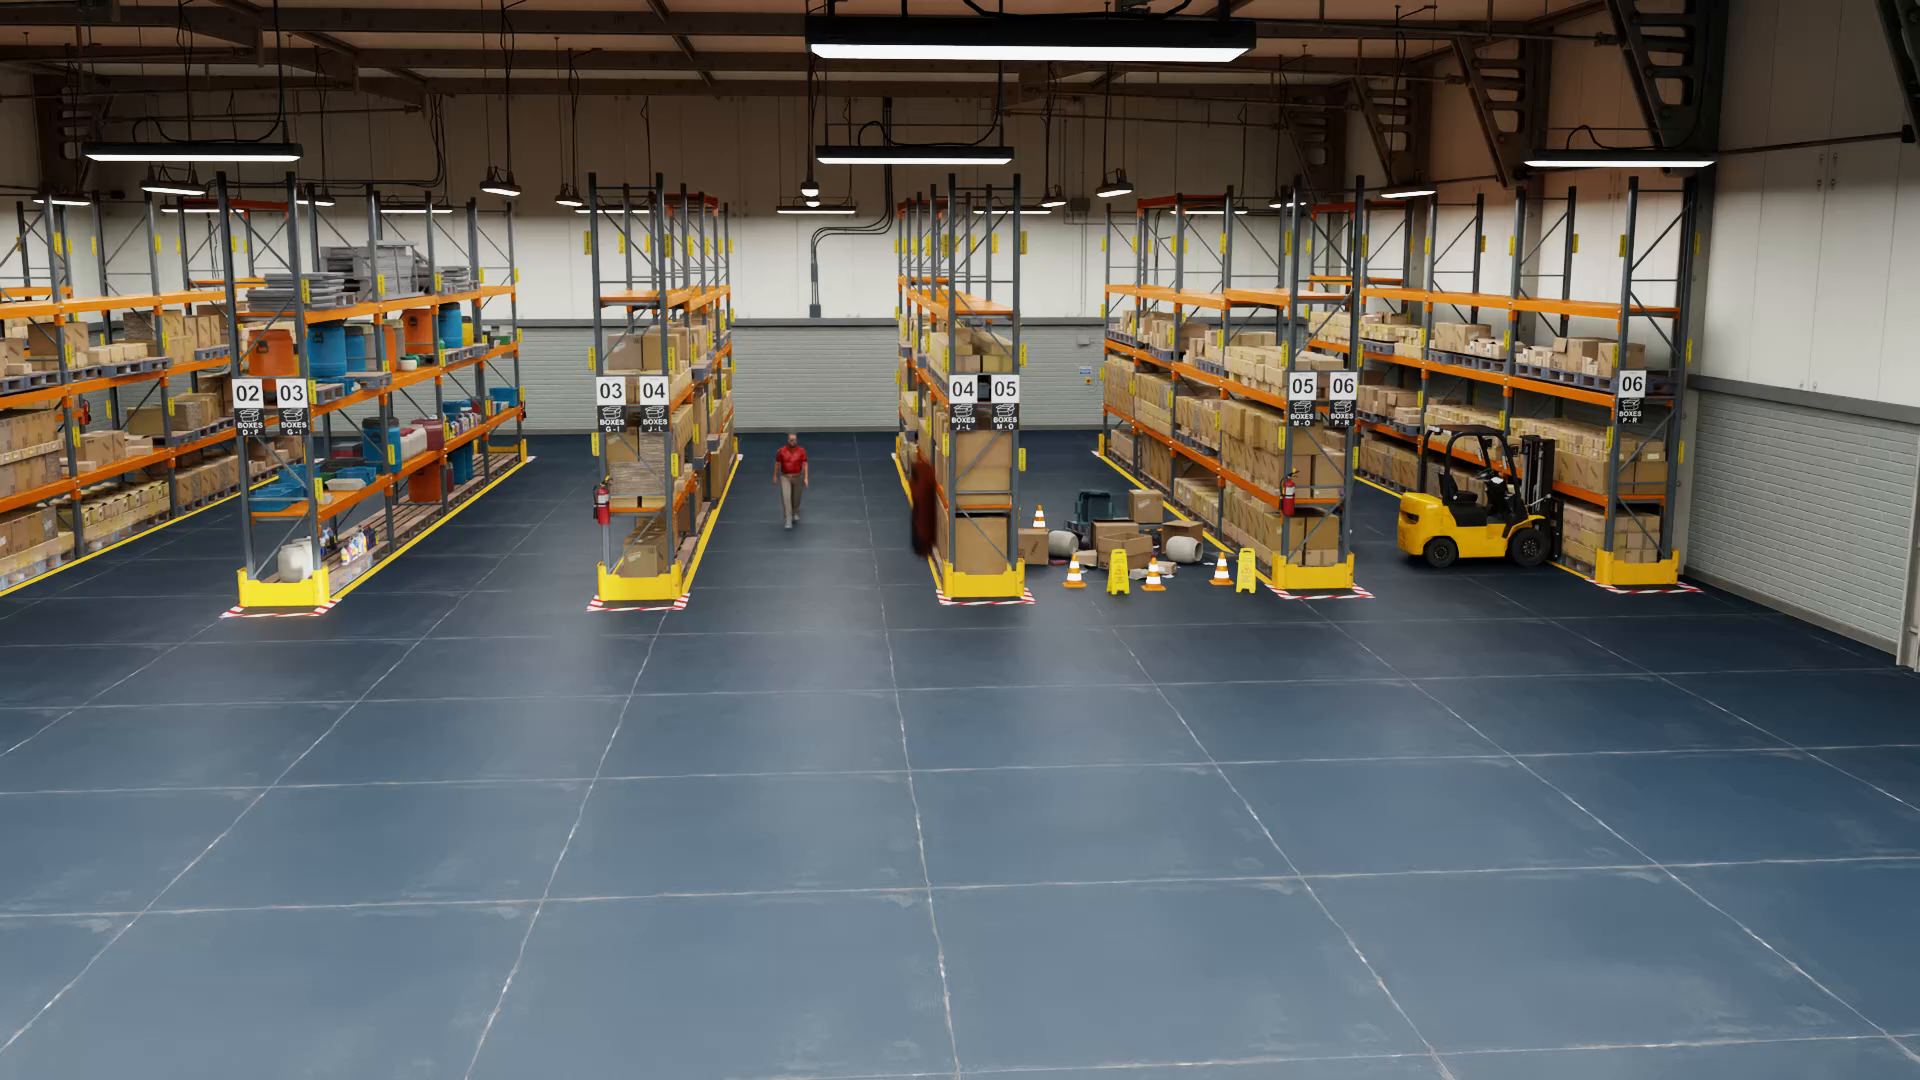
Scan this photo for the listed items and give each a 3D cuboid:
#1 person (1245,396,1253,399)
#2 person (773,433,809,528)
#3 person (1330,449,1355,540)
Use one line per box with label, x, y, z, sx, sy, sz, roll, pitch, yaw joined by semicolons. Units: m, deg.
person;6.650;-2.542;38.283;0.461;1.670;0.484;9;14;43
person;-3.048;-1.106;30.023;0.614;1.657;1.088;-2;10;-13
person;6.596;-0.766;28.543;0.495;1.575;0.565;-4;11;-23
